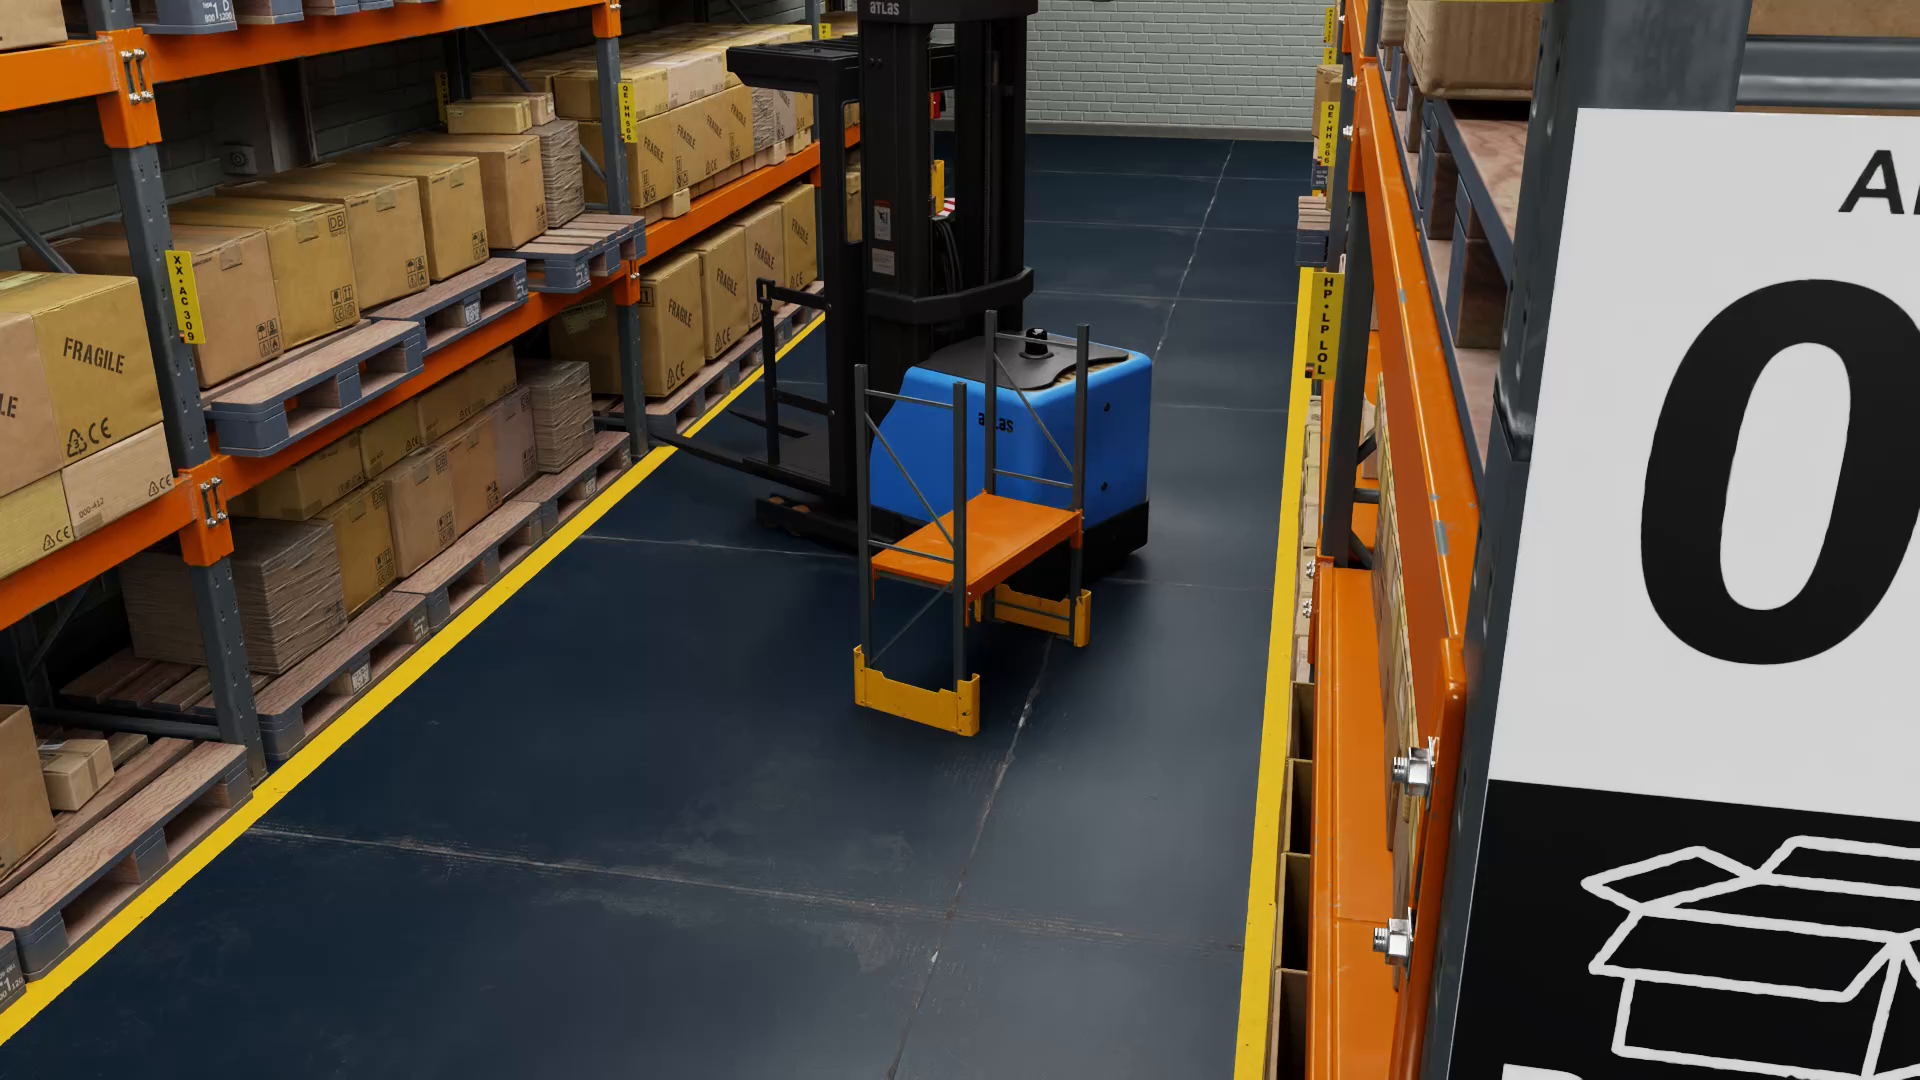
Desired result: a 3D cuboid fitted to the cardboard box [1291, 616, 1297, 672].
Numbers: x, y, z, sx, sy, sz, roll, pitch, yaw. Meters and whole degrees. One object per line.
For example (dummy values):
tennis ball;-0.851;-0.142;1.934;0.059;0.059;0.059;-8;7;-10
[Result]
cardboard box;1.638;0.434;6.879;0.500;0.250;0.500;5;22;12

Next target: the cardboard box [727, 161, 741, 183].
cardboard box;-1.749;-2.593;11.586;0.380;0.149;0.250;5;23;13

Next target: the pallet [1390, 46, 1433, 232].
pallet;1.229;-0.692;2.661;1.003;0.211;1.213;4;22;11

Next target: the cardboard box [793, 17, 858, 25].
cardboard box;-1.005;-4.551;15.736;0.980;0.700;0.700;4;22;10

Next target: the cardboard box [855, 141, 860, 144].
cardboard box;-1.091;-3.814;16.224;0.380;0.149;0.250;5;22;11

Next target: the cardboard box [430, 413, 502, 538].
cardboard box;-2.794;-0.354;8.474;0.700;0.500;0.500;4;22;11

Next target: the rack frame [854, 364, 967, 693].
rack frame;-0.195;0.053;6.715;0.500;1.500;0.032;13;25;29

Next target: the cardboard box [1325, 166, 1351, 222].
cardboard box;2.463;-2.044;9.217;0.700;0.500;0.500;-3;22;-7

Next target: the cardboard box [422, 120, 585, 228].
cardboard box;-2.492;-2.018;9.126;0.700;0.500;0.500;2;22;5

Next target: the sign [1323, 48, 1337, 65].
sign;2.728;-3.467;12.287;0.100;0.325;0.005;4;22;11

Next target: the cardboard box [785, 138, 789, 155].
cardboard box;-1.506;-2.965;12.510;0.380;0.149;0.250;5;23;13

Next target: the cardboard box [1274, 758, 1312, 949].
cardboard box;1.133;0.961;4.566;0.500;0.500;0.500;4;22;11

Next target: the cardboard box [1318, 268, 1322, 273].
cardboard box;2.924;-1.913;12.345;0.500;0.500;0.500;3;22;8

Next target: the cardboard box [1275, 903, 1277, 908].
cardboard box;1.237;1.126;5.160;0.500;0.250;0.500;4;22;11

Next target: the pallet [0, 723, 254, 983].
pallet;-3.324;1.065;5.927;1.003;0.211;1.213;4;22;11

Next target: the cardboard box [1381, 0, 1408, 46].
cardboard box;0.903;-0.892;2.408;0.500;0.311;0.500;7;23;17

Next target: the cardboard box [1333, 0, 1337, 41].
cardboard box;3.522;-4.483;14.497;0.500;0.500;0.500;5;22;12

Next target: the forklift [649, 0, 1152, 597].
forklift;-0.473;-1.511;8.683;3.031;2.935;1.130;18;28;37

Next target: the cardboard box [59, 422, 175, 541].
cardboard box;-3.022;-0.220;5.560;0.500;0.250;0.500;5;22;11

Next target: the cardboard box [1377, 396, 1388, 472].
cardboard box;1.333;-0.273;4.513;0.380;0.149;0.250;5;22;12

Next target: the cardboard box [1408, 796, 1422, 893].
cardboard box;0.915;0.483;2.636;0.380;0.149;0.250;5;23;13

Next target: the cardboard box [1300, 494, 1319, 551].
cardboard box;1.741;-0.007;7.223;0.500;0.311;0.500;4;22;10

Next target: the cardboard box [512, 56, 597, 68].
cardboard box;-2.458;-2.856;10.368;0.500;0.250;0.500;4;22;9

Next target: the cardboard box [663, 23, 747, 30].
cardboard box;-1.938;-3.796;12.701;0.500;0.250;0.500;5;23;13

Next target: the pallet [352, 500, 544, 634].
pallet;-2.817;0.084;8.362;1.003;0.211;1.213;4;22;11

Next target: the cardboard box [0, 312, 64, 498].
cardboard box;-3.112;-0.385;4.965;0.500;0.500;0.500;4;22;11

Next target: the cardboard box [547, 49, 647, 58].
cardboard box;-2.350;-3.044;10.833;0.500;0.250;0.500;4;22;10

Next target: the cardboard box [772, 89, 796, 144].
cardboard box;-1.531;-3.221;12.277;0.500;0.500;0.500;5;22;11

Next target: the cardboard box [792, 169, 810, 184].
cardboard box;-1.402;-3.256;14.839;0.380;0.149;0.250;4;22;9

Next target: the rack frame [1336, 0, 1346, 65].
rack frame;3.261;-3.027;12.353;1.000;3.000;0.127;4;22;11

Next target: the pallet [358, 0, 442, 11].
pallet;-2.783;-2.378;6.980;1.213;0.211;1.003;4;22;11

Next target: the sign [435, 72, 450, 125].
sign;-2.949;-2.518;9.541;0.100;0.325;0.005;4;22;11

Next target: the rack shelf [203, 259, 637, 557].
rack shelf;-2.814;-0.875;7.973;1.077;0.370;4.000;4;22;11

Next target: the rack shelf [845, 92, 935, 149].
rack shelf;-1.181;-3.801;15.238;1.077;0.370;4.000;4;22;11

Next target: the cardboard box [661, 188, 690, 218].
cardboard box;-1.914;-2.118;10.406;0.380;0.149;0.250;5;23;13

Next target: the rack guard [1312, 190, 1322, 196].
rack guard;4.062;-3.302;16.383;1.175;0.500;0.348;4;22;11

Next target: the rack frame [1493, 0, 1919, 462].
rack frame;0.812;-1.421;0.335;1.000;3.000;0.127;4;22;11

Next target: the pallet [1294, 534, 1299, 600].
pallet;2.239;0.028;8.502;1.003;0.211;1.213;4;22;11

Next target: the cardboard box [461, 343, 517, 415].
cardboard box;-2.679;-0.861;8.730;0.500;0.250;0.500;5;22;12

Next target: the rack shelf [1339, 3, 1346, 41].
rack shelf;2.853;-3.353;10.111;1.077;0.370;4.000;4;22;11

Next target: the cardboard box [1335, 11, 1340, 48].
cardboard box;3.111;-3.741;12.656;0.500;0.500;0.500;5;22;11

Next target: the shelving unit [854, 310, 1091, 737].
shelving unit;0.074;-0.112;7.125;0.587;1.500;1.083;13;25;29

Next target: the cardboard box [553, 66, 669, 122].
cardboard box;-2.054;-2.638;9.827;0.500;0.250;0.500;5;22;12

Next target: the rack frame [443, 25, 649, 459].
rack frame;-2.405;-1.940;9.655;1.000;3.000;0.127;4;22;11

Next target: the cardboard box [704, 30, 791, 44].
cardboard box;-1.548;-3.568;12.134;0.500;0.250;0.500;5;22;12

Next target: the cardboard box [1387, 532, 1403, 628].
cardboard box;1.125;0.107;3.570;0.380;0.149;0.250;4;22;9

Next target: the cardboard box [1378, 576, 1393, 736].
cardboard box;1.443;0.209;4.186;0.700;0.500;0.500;4;22;10

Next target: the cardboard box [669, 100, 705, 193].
cardboard box;-1.940;-2.482;10.444;0.500;0.500;0.500;5;23;13

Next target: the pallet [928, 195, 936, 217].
pallet;-0.860;-3.274;16.700;1.003;0.211;1.213;4;22;11

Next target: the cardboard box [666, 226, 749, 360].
cardboard box;-1.942;-1.716;11.415;0.750;0.750;0.750;4;22;11

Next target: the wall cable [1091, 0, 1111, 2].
wall cable;0.731;-8.249;21.448;3.097;2.526;0.112;4;22;11

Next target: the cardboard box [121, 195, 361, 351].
cardboard box;-2.963;-1.115;6.884;0.700;0.500;0.500;7;23;16
